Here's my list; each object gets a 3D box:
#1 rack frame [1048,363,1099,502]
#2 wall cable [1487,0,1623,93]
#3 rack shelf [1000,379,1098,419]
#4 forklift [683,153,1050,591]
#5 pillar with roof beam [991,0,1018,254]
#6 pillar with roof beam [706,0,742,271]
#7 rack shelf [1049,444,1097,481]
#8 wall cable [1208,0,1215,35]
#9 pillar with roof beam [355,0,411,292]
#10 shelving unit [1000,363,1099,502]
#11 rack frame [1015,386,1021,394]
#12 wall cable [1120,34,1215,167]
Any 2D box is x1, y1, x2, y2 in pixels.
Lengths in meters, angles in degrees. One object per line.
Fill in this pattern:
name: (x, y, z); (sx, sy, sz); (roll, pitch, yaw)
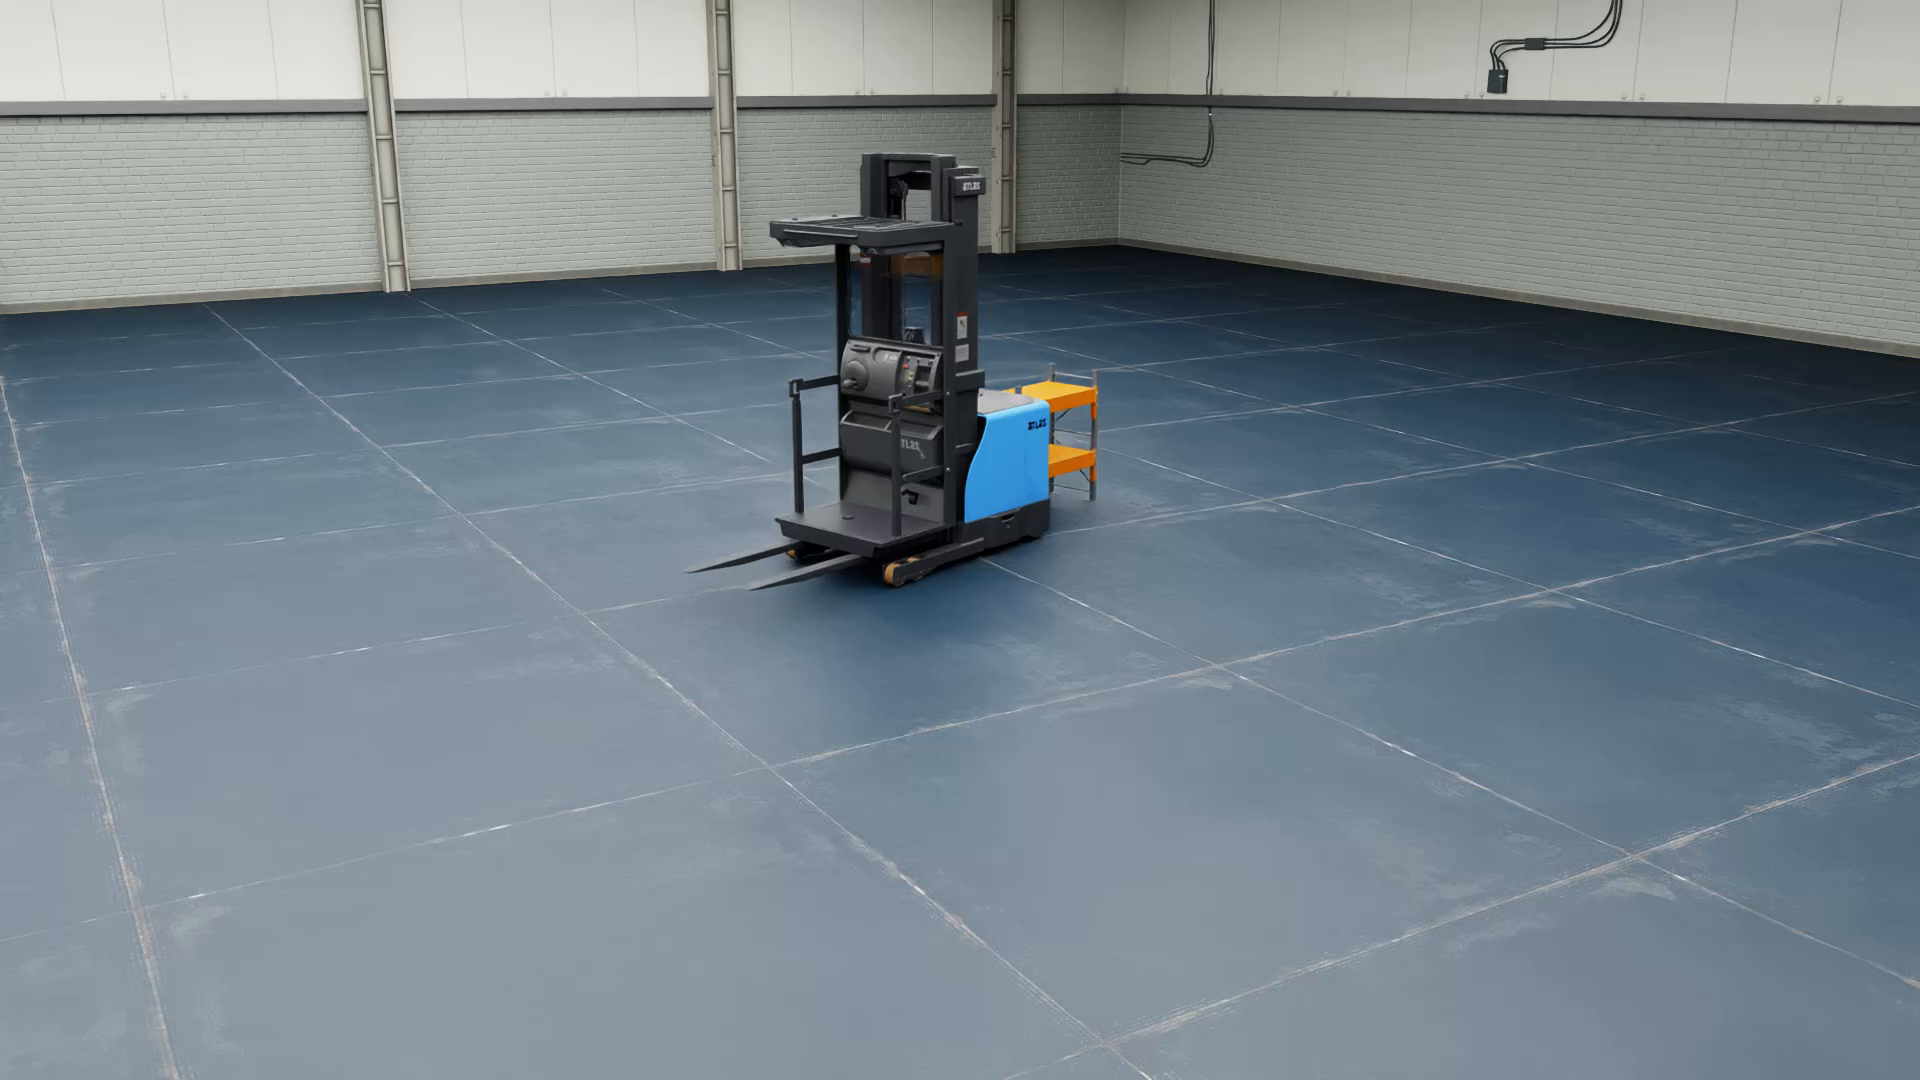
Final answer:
rack frame: (0.952, -0.912, 14.081); (0.500, 1.125, 0.032); (13, 20, 39)
wall cable: (8.960, -9.707, 24.567); (0.169, 6.003, 2.305); (-9, 18, -30)
rack shelf: (0.618, -1.091, 13.633); (0.538, 0.278, 1.000); (13, 20, 39)
forklift: (-0.643, -1.236, 11.887); (1.130, 2.935, 3.031); (13, 20, 39)
pillar with roof beam: (3.095, -9.169, 28.947); (0.400, 9.000, 9.100); (-9, 18, -30)
pillar with roof beam: (-2.048, -8.335, 25.971); (0.400, 9.000, 9.100); (-9, 18, -30)
rack shelf: (0.618, -0.573, 13.778); (0.538, 0.278, 1.000); (13, 20, 39)
wall cable: (5.478, -10.579, 30.374); (0.112, 2.526, 3.097); (-9, 18, -30)
pillar with roof beam: (-7.191, -7.501, 22.996); (0.400, 9.000, 9.100); (-9, 18, -30)
shelving unit: (0.618, -0.809, 13.712); (0.538, 1.125, 1.048); (13, 20, 39)
rack frame: (0.284, -0.705, 13.343); (0.500, 1.125, 0.032); (13, 20, 39)
wall cable: (4.084, -8.773, 33.288); (0.112, 2.526, 3.097); (-9, 18, -30)
